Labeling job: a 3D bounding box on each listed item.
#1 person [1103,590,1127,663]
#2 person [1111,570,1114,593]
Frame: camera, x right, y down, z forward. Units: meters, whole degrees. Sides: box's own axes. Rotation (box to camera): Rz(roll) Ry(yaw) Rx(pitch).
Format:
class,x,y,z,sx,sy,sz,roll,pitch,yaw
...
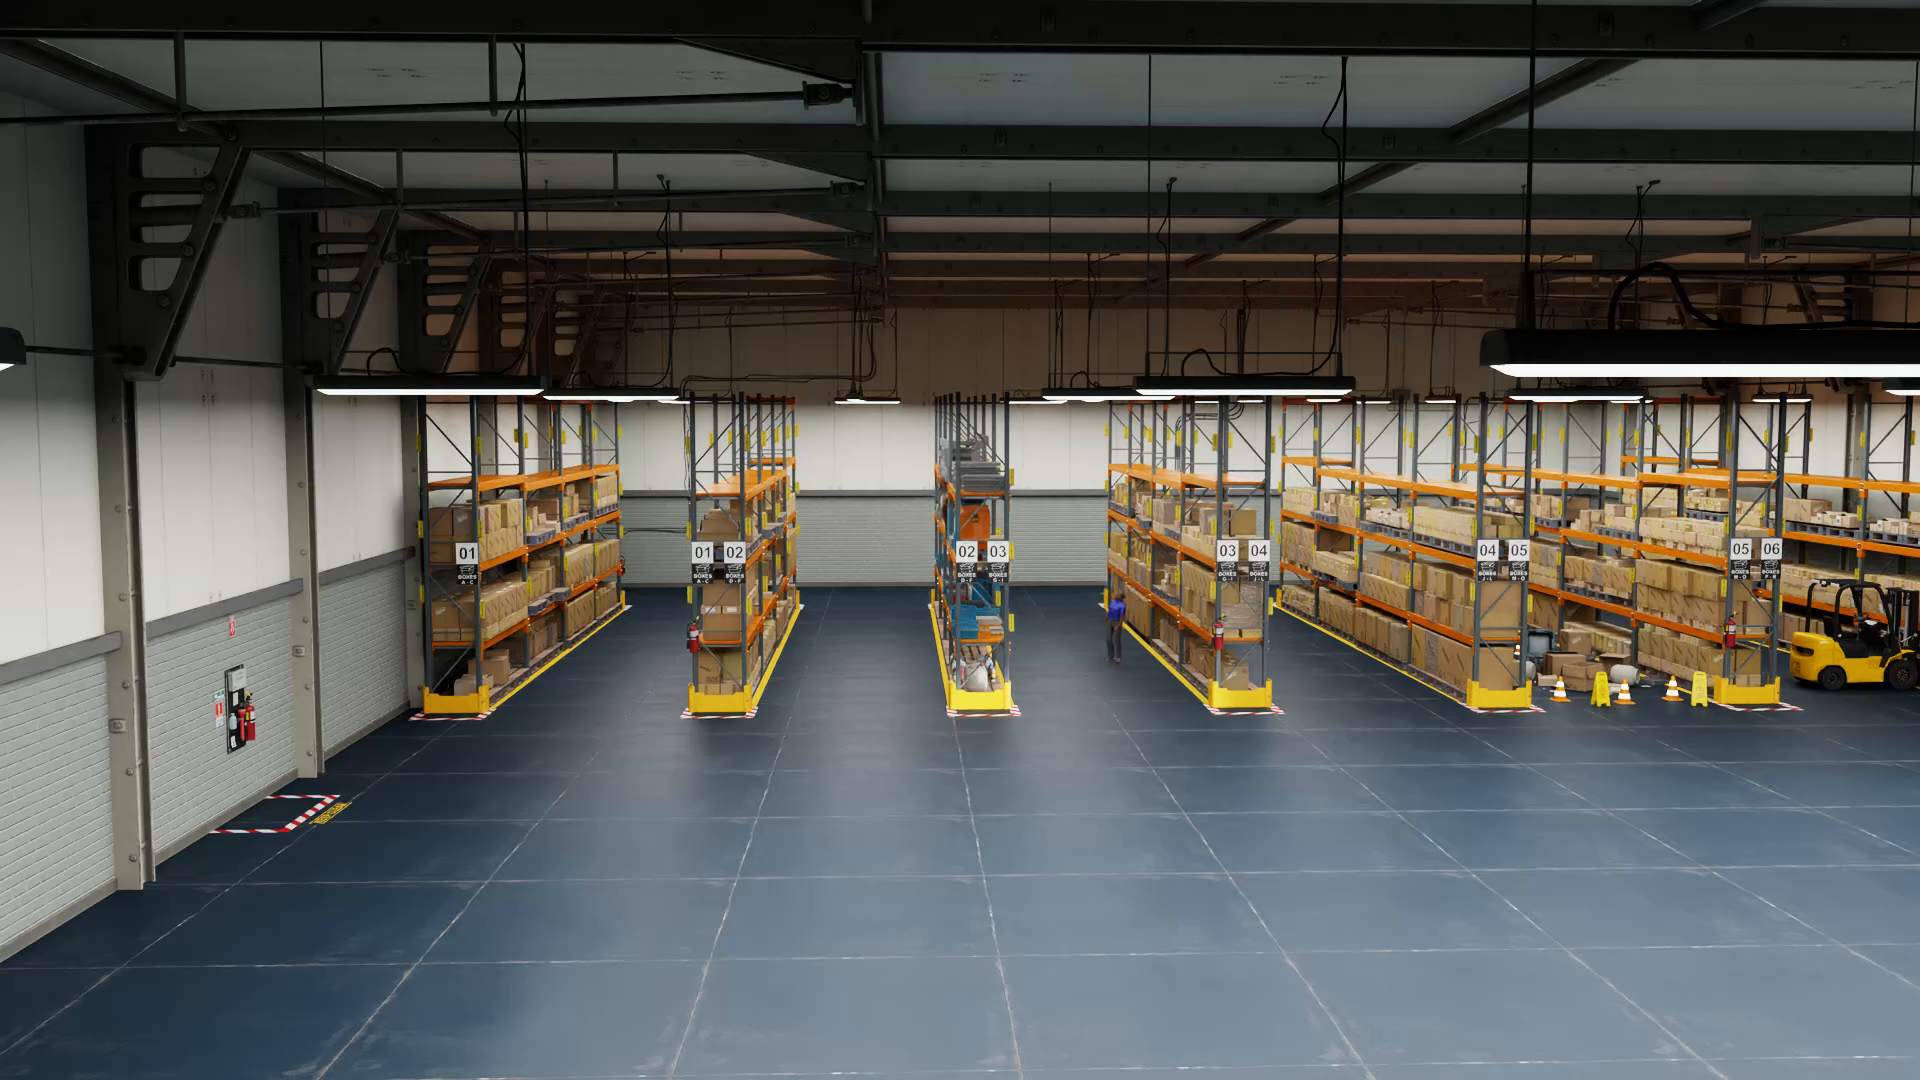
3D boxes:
class,x,y,z,sx,sy,sz,roll,pitch,yaw
person,3.437,1.945,37.302,0.597,1.686,0.429,3,6,34
person,4.767,0.857,50.515,0.731,1.651,0.507,-3,5,-32
